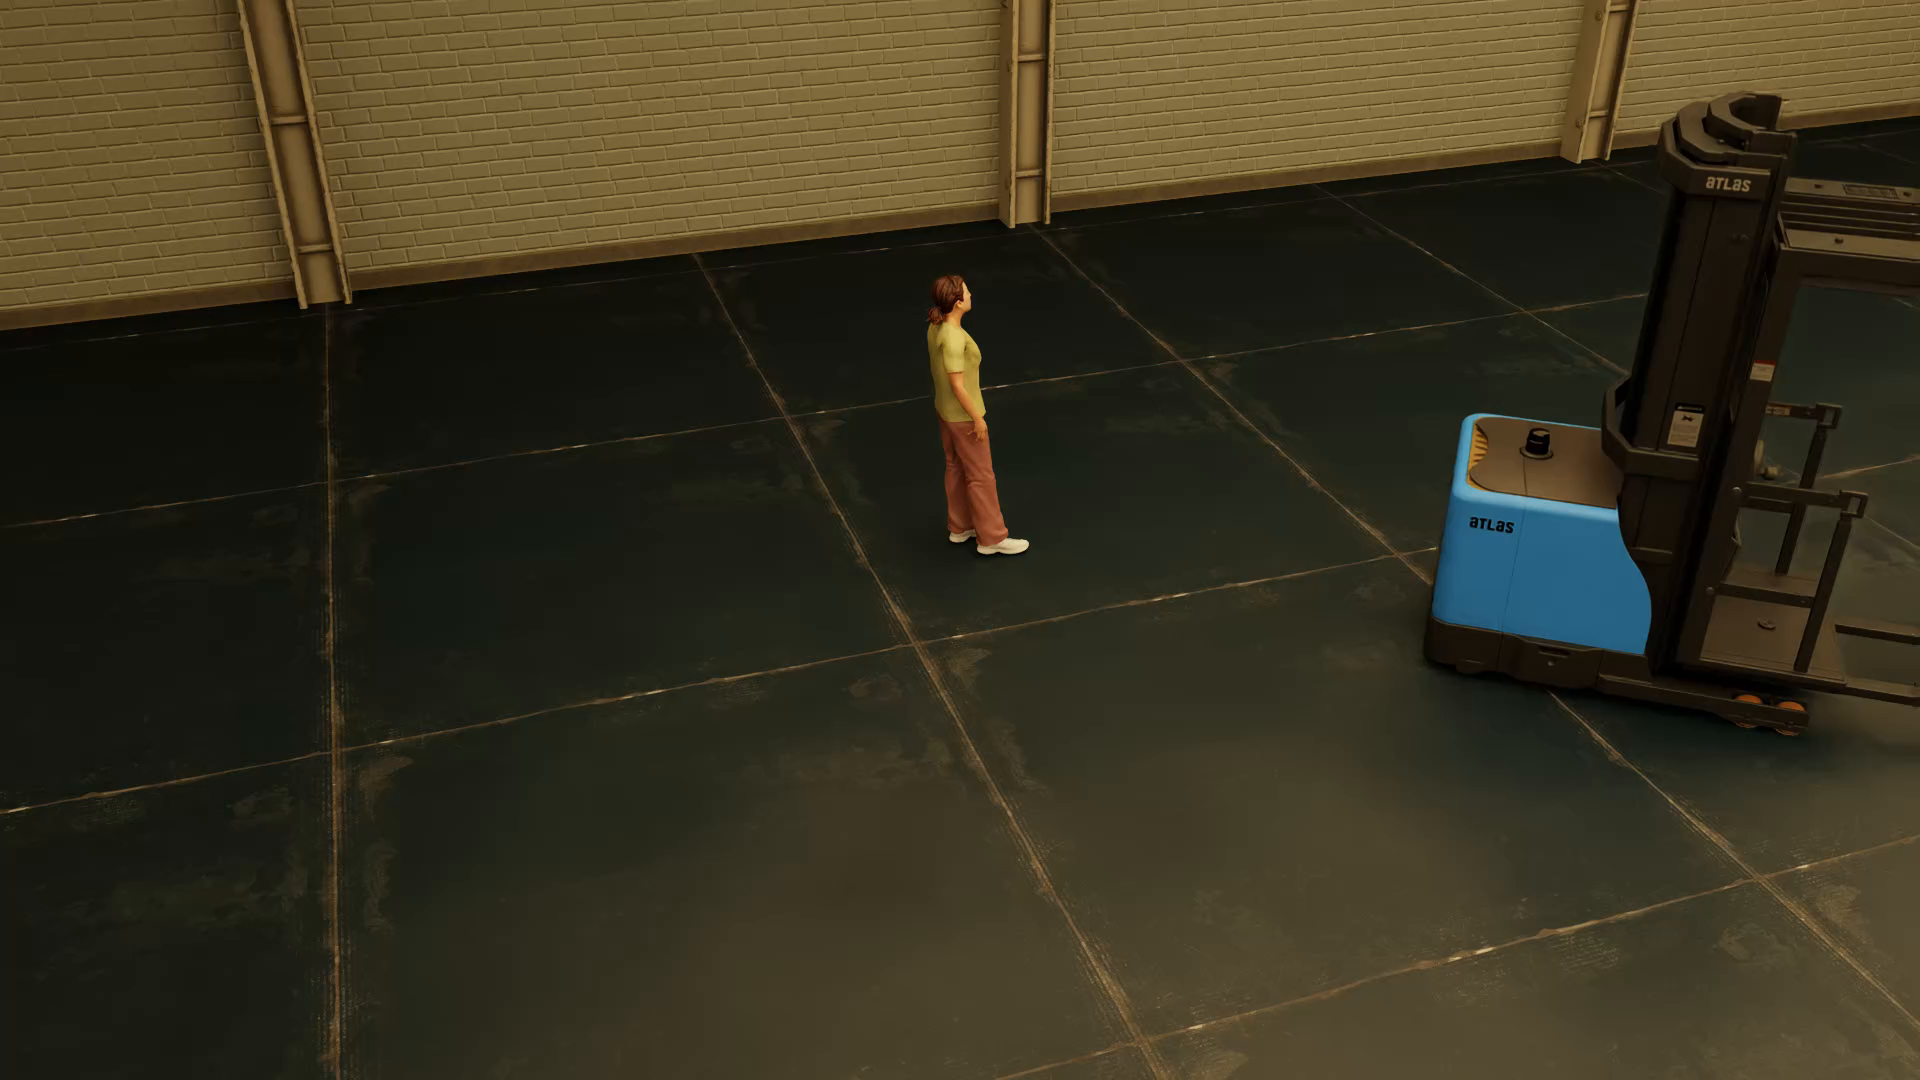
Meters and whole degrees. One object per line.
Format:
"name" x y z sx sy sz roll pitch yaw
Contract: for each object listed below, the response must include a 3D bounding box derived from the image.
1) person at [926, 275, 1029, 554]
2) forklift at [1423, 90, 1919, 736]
"person" 0.073 -0.739 9.615 0.549 1.675 0.553 -10 31 -16
"forklift" 4.038 -0.590 8.113 3.031 2.935 1.130 9 31 16
